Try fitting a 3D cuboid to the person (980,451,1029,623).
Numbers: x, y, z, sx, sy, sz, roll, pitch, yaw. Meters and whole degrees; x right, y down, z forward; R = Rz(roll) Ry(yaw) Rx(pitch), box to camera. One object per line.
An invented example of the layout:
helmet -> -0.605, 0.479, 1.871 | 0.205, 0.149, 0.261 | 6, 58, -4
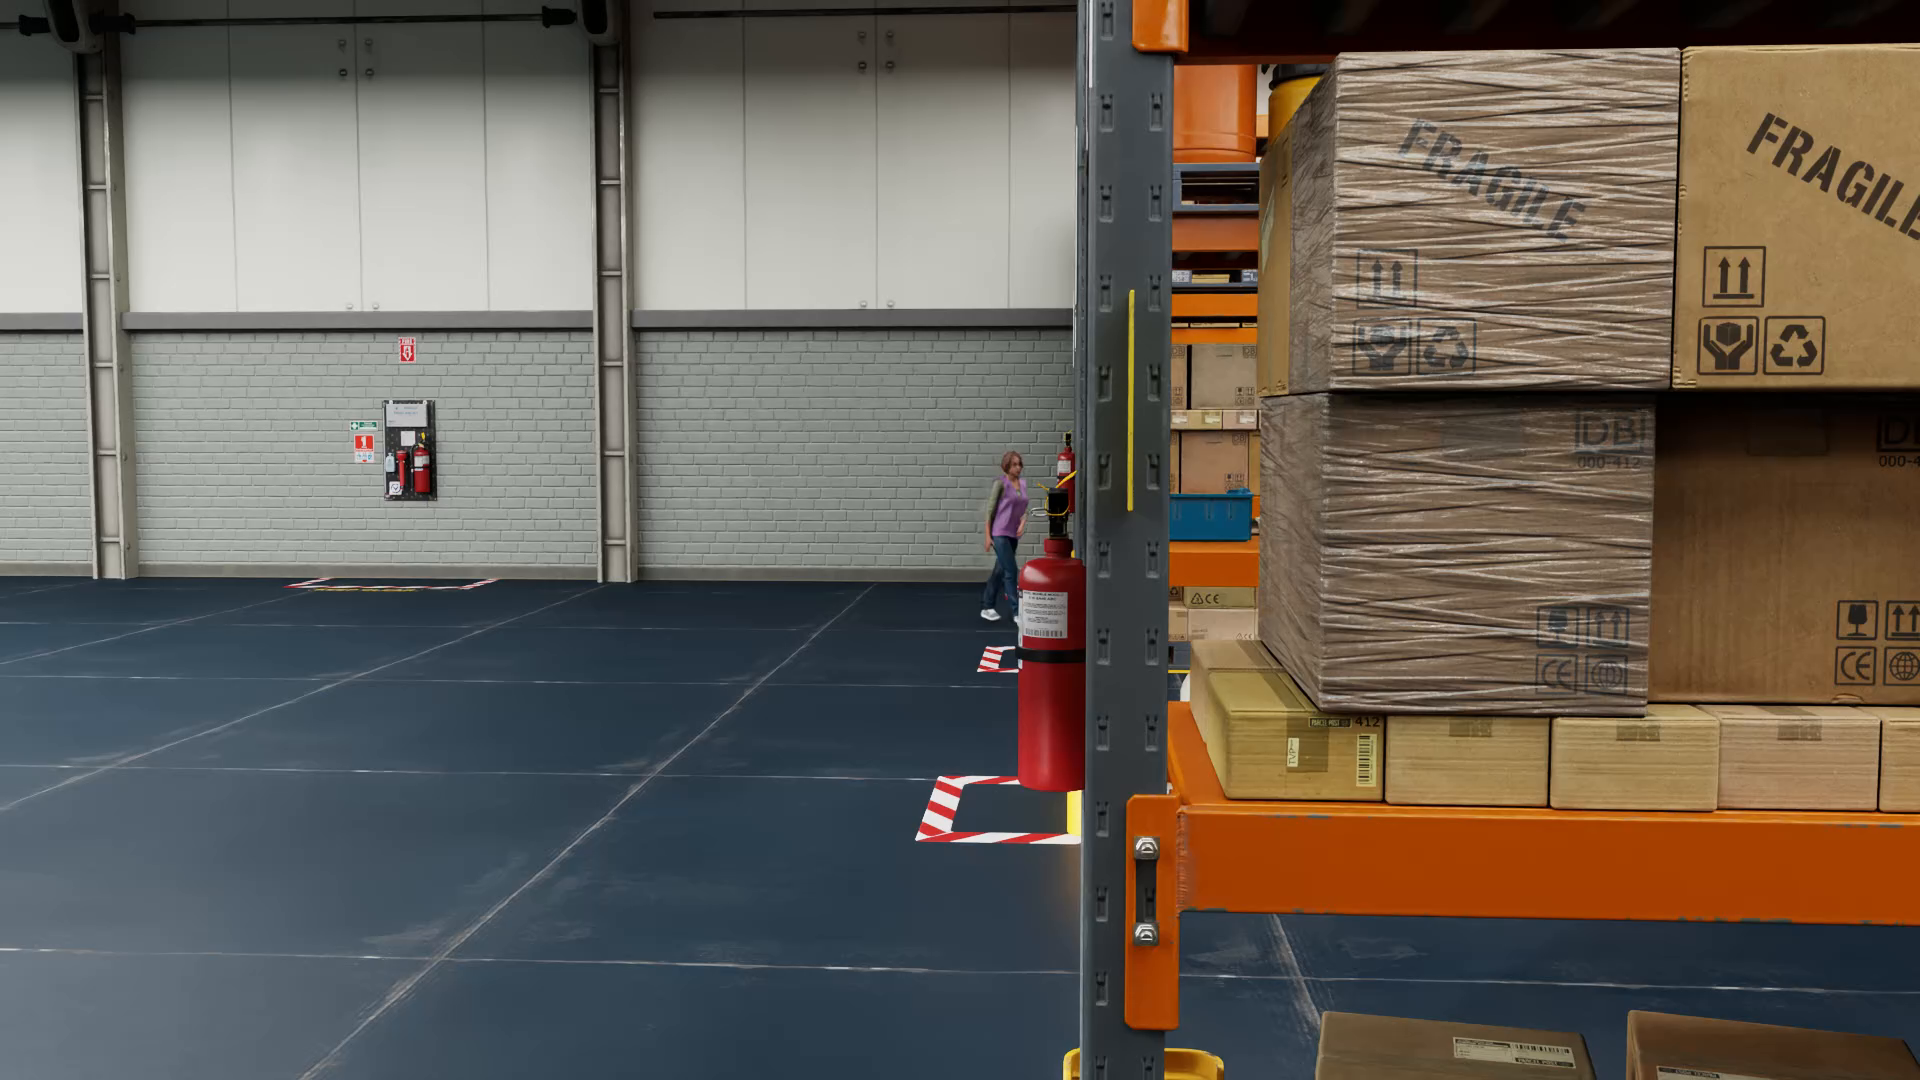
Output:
person -> 0.444, -0.017, 15.114 | 0.786, 1.582, 0.405 | 4, 6, 40
